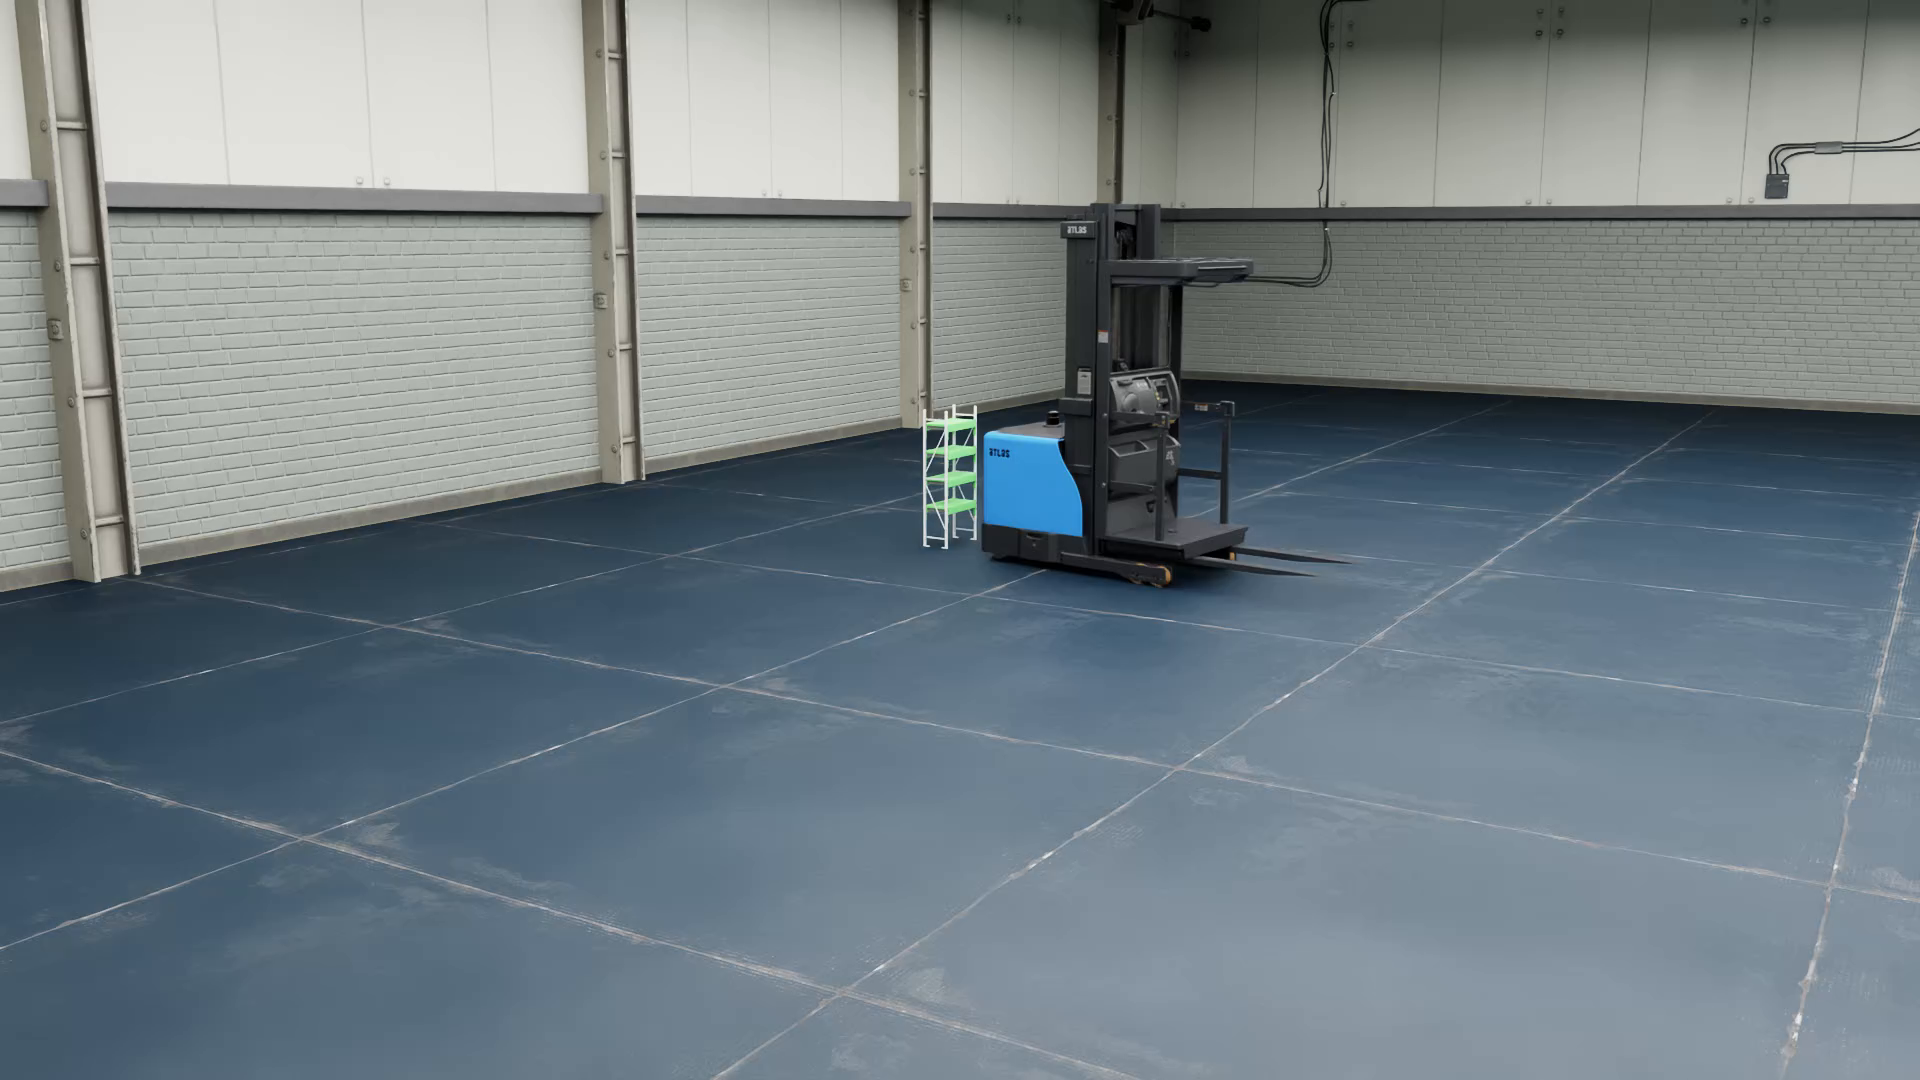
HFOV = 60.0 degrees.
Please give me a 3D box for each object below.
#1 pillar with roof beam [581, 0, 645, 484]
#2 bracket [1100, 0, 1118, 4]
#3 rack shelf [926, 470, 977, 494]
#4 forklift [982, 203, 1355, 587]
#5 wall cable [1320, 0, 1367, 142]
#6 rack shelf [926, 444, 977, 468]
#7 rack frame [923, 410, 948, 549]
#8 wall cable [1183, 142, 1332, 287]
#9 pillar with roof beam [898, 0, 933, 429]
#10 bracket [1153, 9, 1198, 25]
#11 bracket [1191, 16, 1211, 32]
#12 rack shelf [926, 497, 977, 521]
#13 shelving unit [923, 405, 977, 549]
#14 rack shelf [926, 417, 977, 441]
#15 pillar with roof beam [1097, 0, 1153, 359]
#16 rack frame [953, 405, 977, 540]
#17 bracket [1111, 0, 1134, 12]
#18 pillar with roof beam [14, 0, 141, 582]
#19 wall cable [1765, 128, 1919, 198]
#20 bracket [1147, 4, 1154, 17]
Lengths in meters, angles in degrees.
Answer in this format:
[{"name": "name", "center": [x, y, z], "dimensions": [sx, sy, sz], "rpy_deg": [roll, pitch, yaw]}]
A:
[{"name": "pillar with roof beam", "center": [-0.042, -4.667, 15.341], "dimensions": [9.100, 9.000, 0.400], "rpy_deg": [6, 12, 31]}, {"name": "bracket", "center": [1.259, -8.230, 24.593], "dimensions": [0.076, 0.066, 4.783], "rpy_deg": [6, 12, 31]}, {"name": "rack shelf", "center": [-0.086, -0.501, 14.631], "dimensions": [0.258, 0.148, 0.480], "rpy_deg": [6, 12, 31]}, {"name": "forklift", "center": [1.647, -1.182, 13.220], "dimensions": [3.031, 2.935, 1.130], "rpy_deg": [8, 14, 38]}, {"name": "wall cable", "center": [7.481, -8.000, 27.859], "dimensions": [3.097, 2.526, 0.112], "rpy_deg": [6, 12, 31]}, {"name": "rack shelf", "center": [-0.086, -0.737, 14.587], "dimensions": [0.258, 0.148, 0.480], "rpy_deg": [6, 12, 31]}, {"name": "rack frame", "center": [-0.213, -0.525, 14.414], "dimensions": [0.240, 1.200, 0.015], "rpy_deg": [6, 12, 31]}, {"name": "wall cable", "center": [5.168, -5.776, 29.705], "dimensions": [3.097, 2.526, 0.112], "rpy_deg": [6, 12, 31]}, {"name": "pillar with roof beam", "center": [3.073, -5.610, 20.382], "dimensions": [9.100, 9.000, 0.400], "rpy_deg": [6, 12, 31]}, {"name": "bracket", "center": [3.951, -9.046, 28.950], "dimensions": [0.076, 0.066, 3.189], "rpy_deg": [6, 12, 31]}, {"name": "bracket", "center": [4.258, -9.139, 29.446], "dimensions": [0.235, 0.232, 0.430], "rpy_deg": [6, 12, 31]}, {"name": "rack shelf", "center": [-0.086, -0.265, 14.675], "dimensions": [0.258, 0.148, 0.480], "rpy_deg": [6, 12, 31]}, {"name": "shelving unit", "center": [-0.086, -0.564, 14.619], "dimensions": [0.258, 1.200, 0.503], "rpy_deg": [6, 12, 31]}, {"name": "rack shelf", "center": [-0.086, -0.973, 14.543], "dimensions": [0.258, 0.148, 0.480], "rpy_deg": [6, 12, 31]}, {"name": "pillar with roof beam", "center": [6.188, -6.554, 25.422], "dimensions": [9.100, 9.000, 0.548], "rpy_deg": [6, 12, 31]}, {"name": "rack frame", "center": [0.041, -0.602, 14.824], "dimensions": [0.240, 1.200, 0.015], "rpy_deg": [6, 12, 31]}, {"name": "bracket", "center": [2.597, -8.635, 26.758], "dimensions": [0.235, 0.232, 0.430], "rpy_deg": [6, 12, 31]}, {"name": "pillar with roof beam", "center": [-3.157, -3.723, 10.301], "dimensions": [9.100, 9.000, 0.400], "rpy_deg": [6, 12, 31]}, {"name": "wall cable", "center": [13.274, -8.064, 24.248], "dimensions": [2.305, 6.003, 0.169], "rpy_deg": [6, 12, 31]}, {"name": "bracket", "center": [3.028, -8.766, 27.455], "dimensions": [0.235, 0.232, 0.430], "rpy_deg": [6, 12, 31]}]
